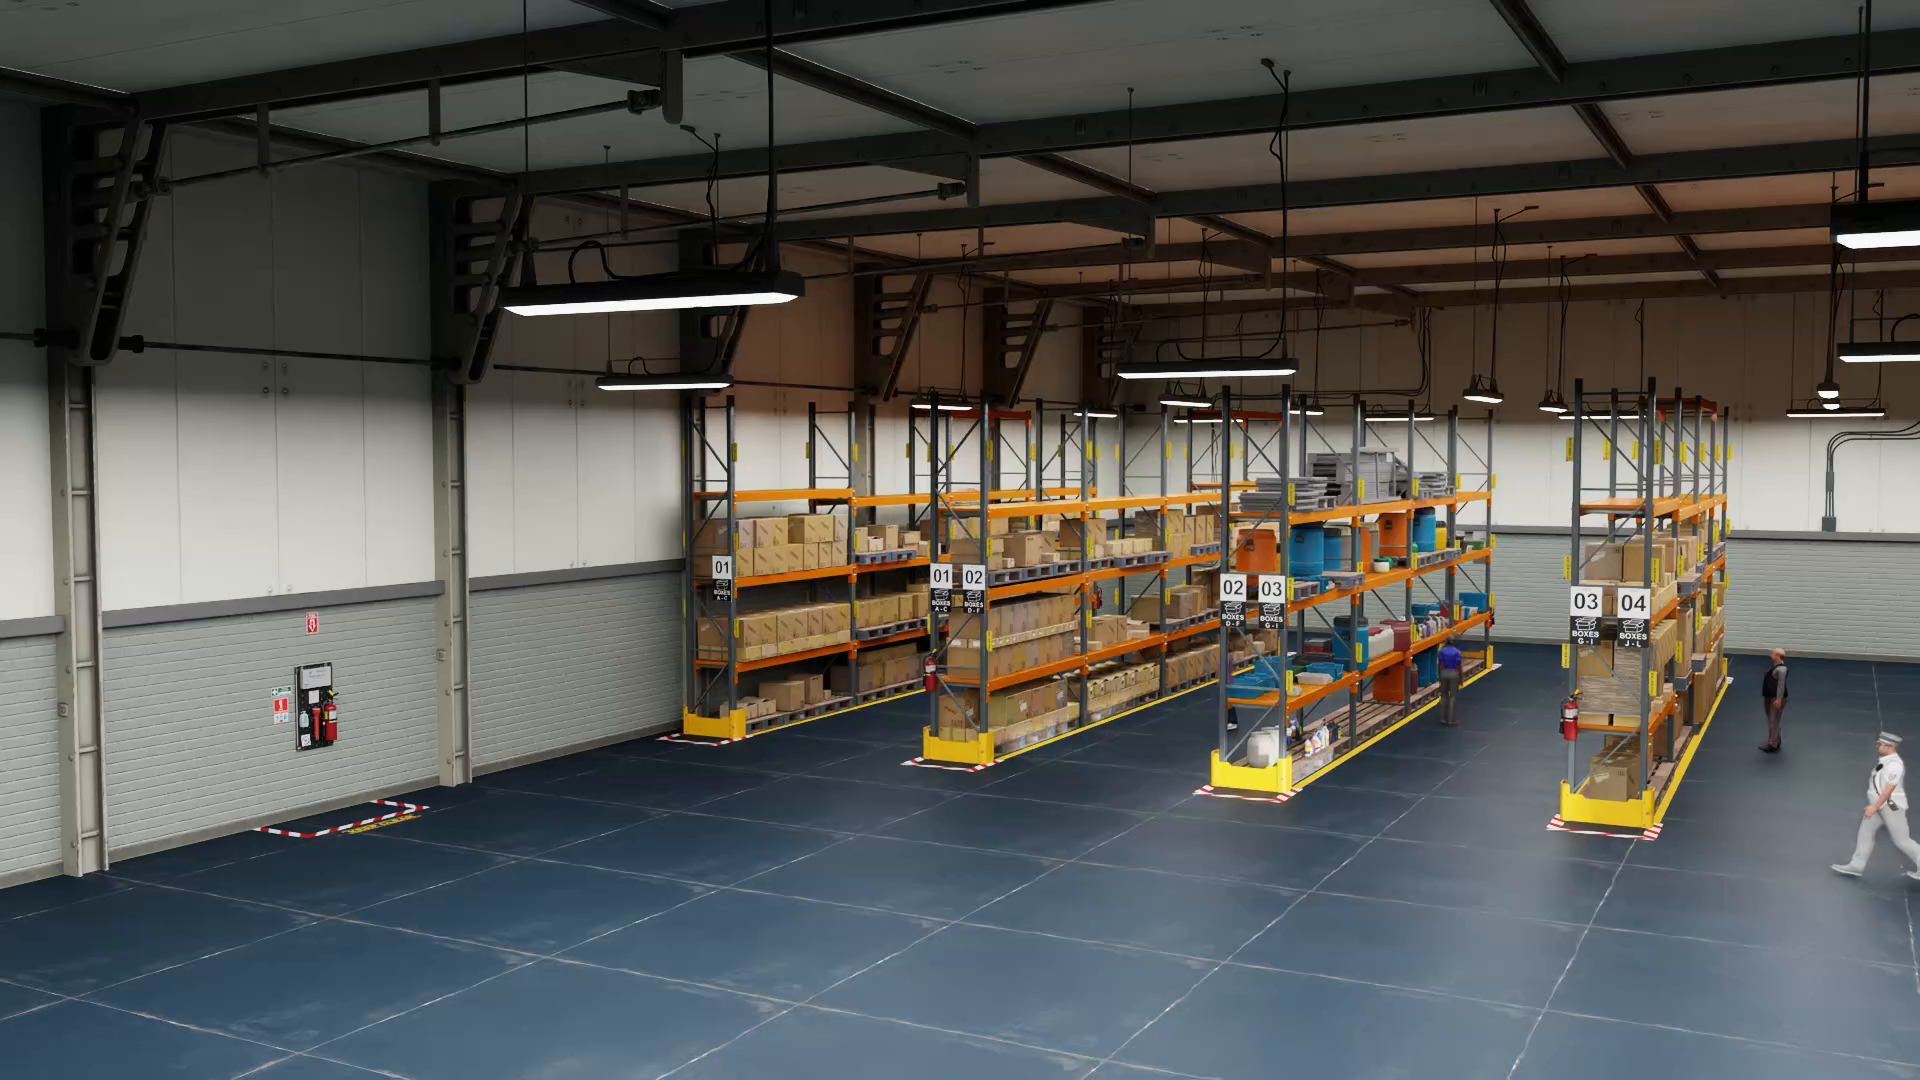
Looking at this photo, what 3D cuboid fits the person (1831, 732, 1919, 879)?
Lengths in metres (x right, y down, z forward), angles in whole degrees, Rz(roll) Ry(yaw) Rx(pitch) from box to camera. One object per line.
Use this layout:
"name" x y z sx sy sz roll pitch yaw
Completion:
"person" 10.831 3.110 19.448 1.041 1.731 0.511 0 3 9

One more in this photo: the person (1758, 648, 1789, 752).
"person" 13.646 2.677 27.971 0.570 1.717 0.531 0 3 -4

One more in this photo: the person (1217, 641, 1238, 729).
"person" 4.829 2.629 30.035 0.374 1.619 0.466 1 3 12

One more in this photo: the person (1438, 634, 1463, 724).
"person" 9.040 2.615 30.638 0.466 1.557 0.345 3 4 41
